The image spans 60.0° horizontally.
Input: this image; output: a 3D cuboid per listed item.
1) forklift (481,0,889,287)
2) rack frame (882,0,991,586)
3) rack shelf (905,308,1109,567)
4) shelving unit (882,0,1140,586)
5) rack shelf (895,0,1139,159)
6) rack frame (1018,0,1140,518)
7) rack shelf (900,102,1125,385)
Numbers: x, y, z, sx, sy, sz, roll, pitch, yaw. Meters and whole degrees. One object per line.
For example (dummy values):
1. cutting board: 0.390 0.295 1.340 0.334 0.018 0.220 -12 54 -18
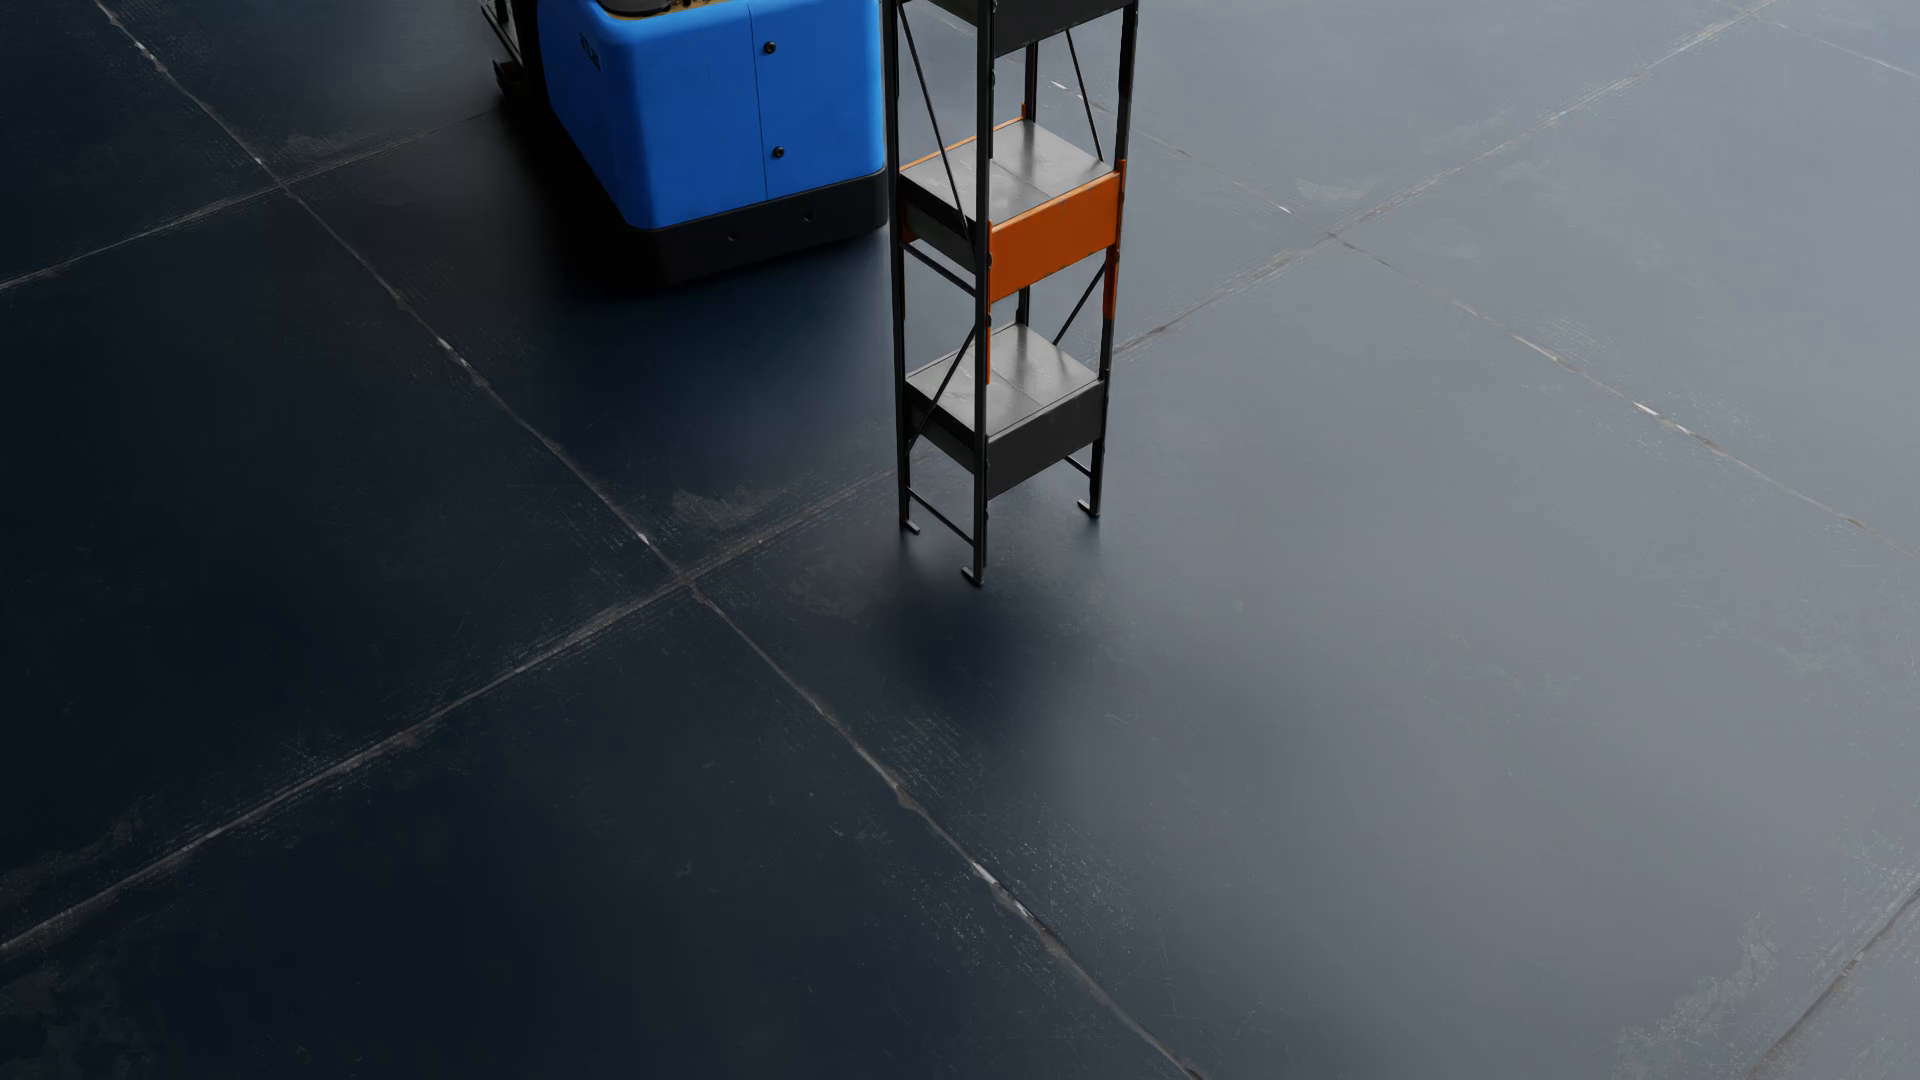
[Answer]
1. forklift: -1.383 -3.010 6.314 1.130 2.935 3.031 -19 46 -19
2. rack frame: -0.060 -0.731 4.494 0.015 2.100 0.400 -30 51 -28
3. rack shelf: 0.127 -0.318 5.097 0.480 0.518 0.431 -30 51 -28
4. shelving unit: 0.127 -0.838 4.609 0.503 2.100 0.431 -30 51 -28
5. rack shelf: 0.127 -1.338 4.139 0.480 0.518 0.431 -30 51 -28
6. rack frame: 0.314 -0.945 4.723 0.015 2.100 0.400 -30 51 -28
7. rack shelf: 0.127 -0.828 4.618 0.480 0.518 0.431 -30 51 -28
